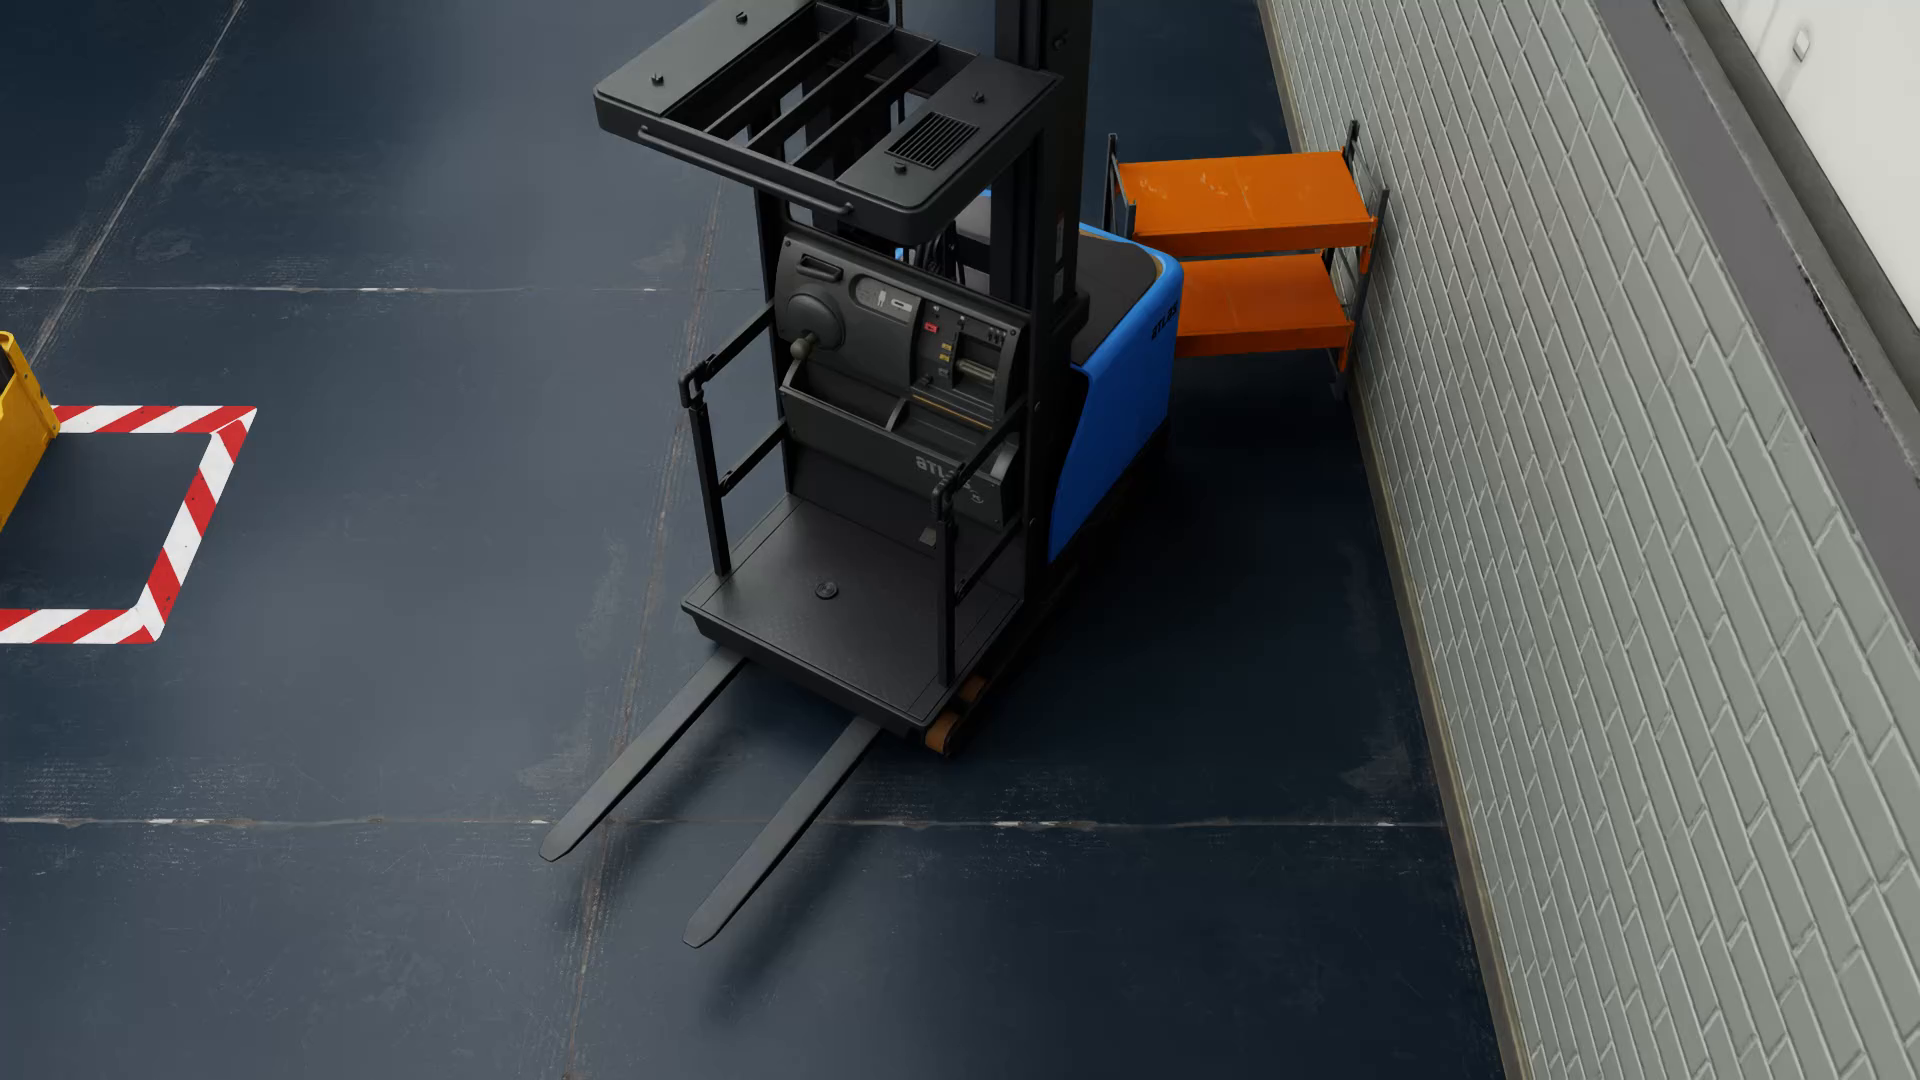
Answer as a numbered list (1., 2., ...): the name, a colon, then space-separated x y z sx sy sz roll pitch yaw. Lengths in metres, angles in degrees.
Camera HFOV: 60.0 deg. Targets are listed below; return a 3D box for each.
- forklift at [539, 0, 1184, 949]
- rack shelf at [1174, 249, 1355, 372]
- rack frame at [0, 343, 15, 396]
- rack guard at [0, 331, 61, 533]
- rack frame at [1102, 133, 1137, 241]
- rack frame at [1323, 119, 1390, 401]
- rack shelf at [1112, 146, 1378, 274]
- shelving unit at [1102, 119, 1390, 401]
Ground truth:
1. forklift: -0.328 -0.611 5.397 1.130 2.935 3.031 24 52 21
2. rack shelf: 1.159 -0.981 7.310 1.000 0.278 0.538 -4 47 -4
3. rack frame: -4.039 -1.127 5.831 0.127 3.000 1.000 0 47 0
4. rack guard: -4.115 -0.276 6.746 0.348 0.500 1.175 0 47 0
5. rack frame: 0.653 -1.111 7.096 0.032 1.125 0.500 -4 47 -4
6. rack frame: 1.665 -1.185 7.165 0.032 1.125 0.500 -4 47 -4
7. rack shelf: 1.159 -1.347 6.916 1.000 0.278 0.538 -4 47 -4
8. shelving unit: 1.159 -1.148 7.131 1.048 1.125 0.538 -4 47 -4
